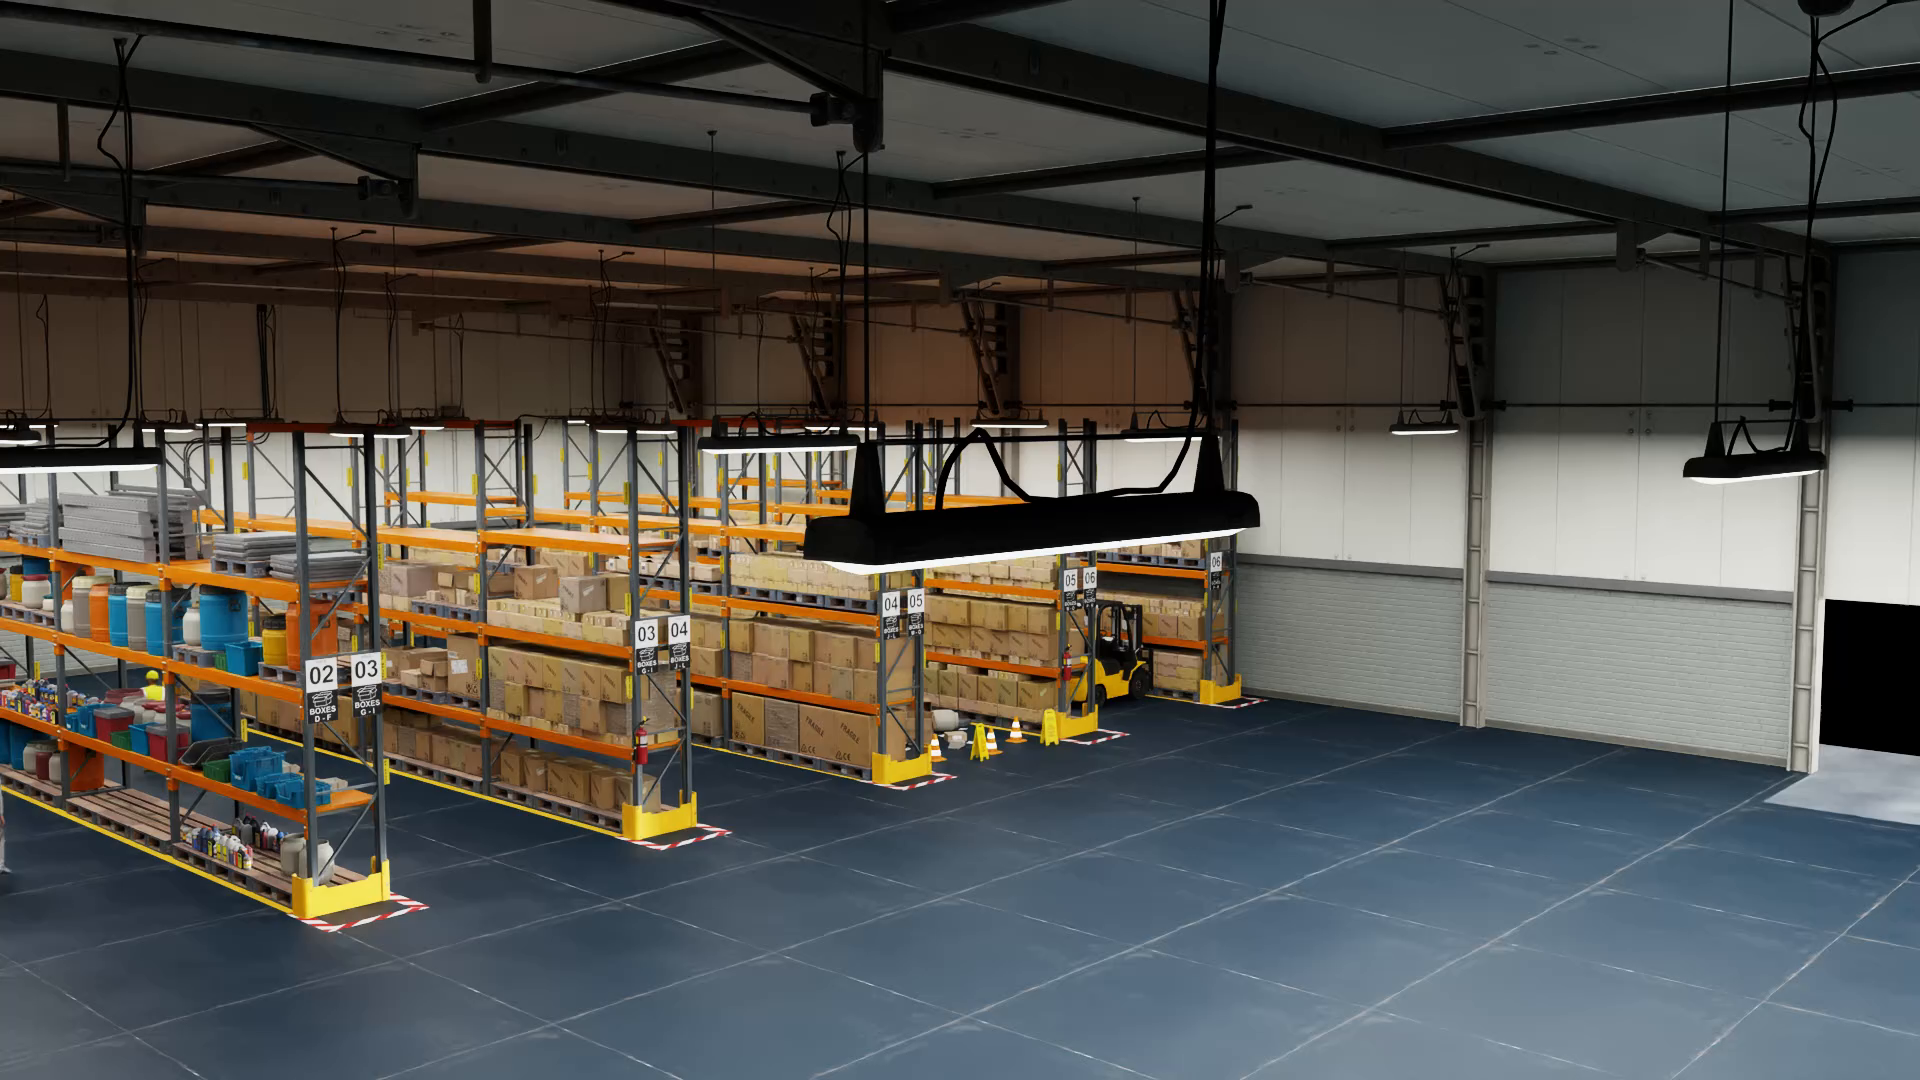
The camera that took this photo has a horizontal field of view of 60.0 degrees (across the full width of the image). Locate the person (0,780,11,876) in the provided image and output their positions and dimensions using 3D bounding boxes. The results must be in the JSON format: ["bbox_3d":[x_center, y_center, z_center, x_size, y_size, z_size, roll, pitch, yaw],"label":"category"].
[{"bbox_3d":[-12.883,3.647,21.934,0.567,1.761,0.475,-3,6,-36],"label":"person"}]

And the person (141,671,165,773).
[{"bbox_3d":[-13.851,3.131,28.590,0.700,1.736,0.629,5,7,45],"label":"person"}]
